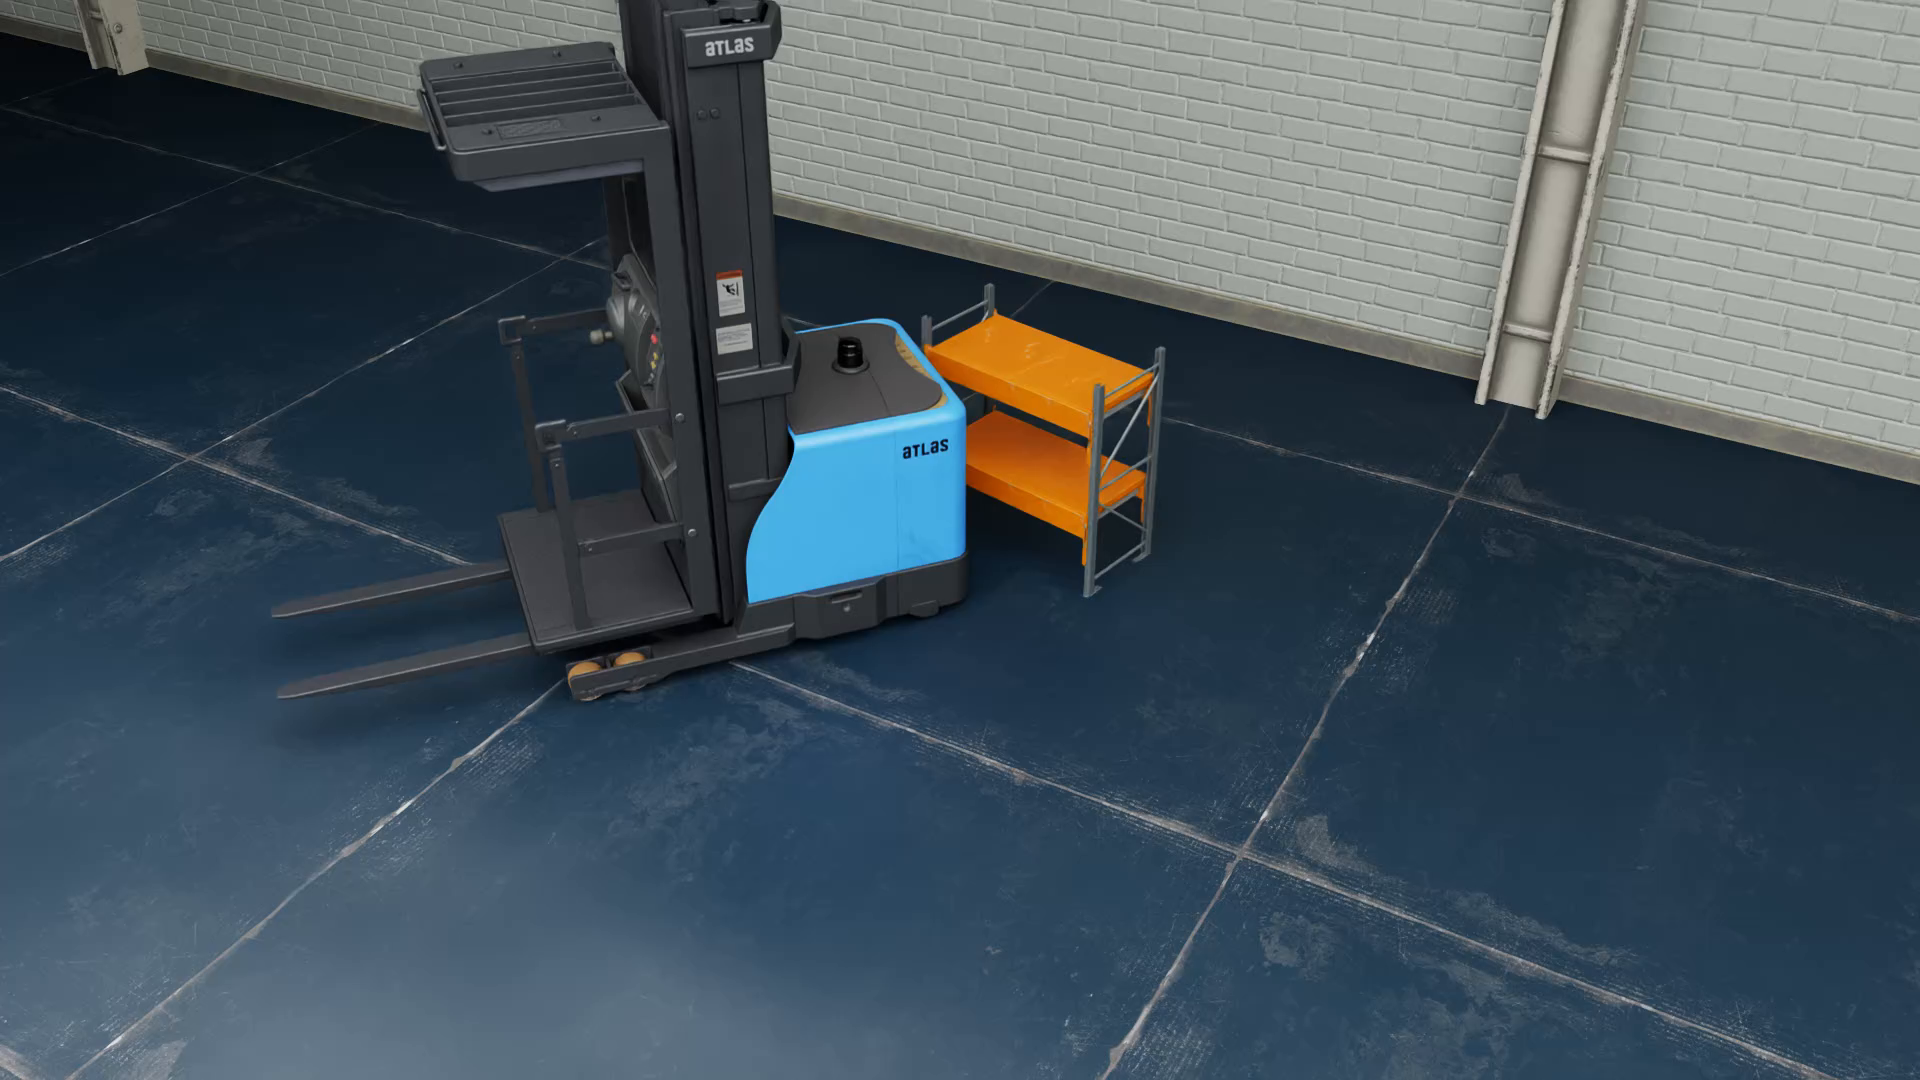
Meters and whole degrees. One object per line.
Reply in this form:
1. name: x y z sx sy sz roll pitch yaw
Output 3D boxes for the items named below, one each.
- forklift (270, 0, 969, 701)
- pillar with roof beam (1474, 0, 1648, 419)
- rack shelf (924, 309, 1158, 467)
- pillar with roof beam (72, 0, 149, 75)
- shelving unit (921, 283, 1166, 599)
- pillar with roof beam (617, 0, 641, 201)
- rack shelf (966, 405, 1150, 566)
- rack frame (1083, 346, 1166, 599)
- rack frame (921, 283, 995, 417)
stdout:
1. forklift: -1.530 -0.856 6.892 3.031 2.935 1.130 -12 36 -18
2. pillar with roof beam: 1.025 -2.472 3.843 0.400 9.000 9.100 18 37 24
3. rack shelf: 0.375 -0.731 7.805 1.000 0.278 0.538 26 42 33
4. pillar with roof beam: -9.394 -5.772 8.799 0.400 9.000 9.100 18 37 24
5. shelving unit: 0.375 -0.487 7.967 1.048 1.125 0.538 26 42 33
6. pillar with roof beam: -4.185 -4.122 6.321 0.400 9.000 9.100 18 37 24
7. rack shelf: 0.375 -0.284 8.103 1.000 0.278 0.538 26 42 33
8. rack frame: 0.758 -0.302 7.688 0.032 1.125 0.500 26 42 33
9. rack frame: -0.007 -0.673 8.246 0.032 1.125 0.500 26 42 33
